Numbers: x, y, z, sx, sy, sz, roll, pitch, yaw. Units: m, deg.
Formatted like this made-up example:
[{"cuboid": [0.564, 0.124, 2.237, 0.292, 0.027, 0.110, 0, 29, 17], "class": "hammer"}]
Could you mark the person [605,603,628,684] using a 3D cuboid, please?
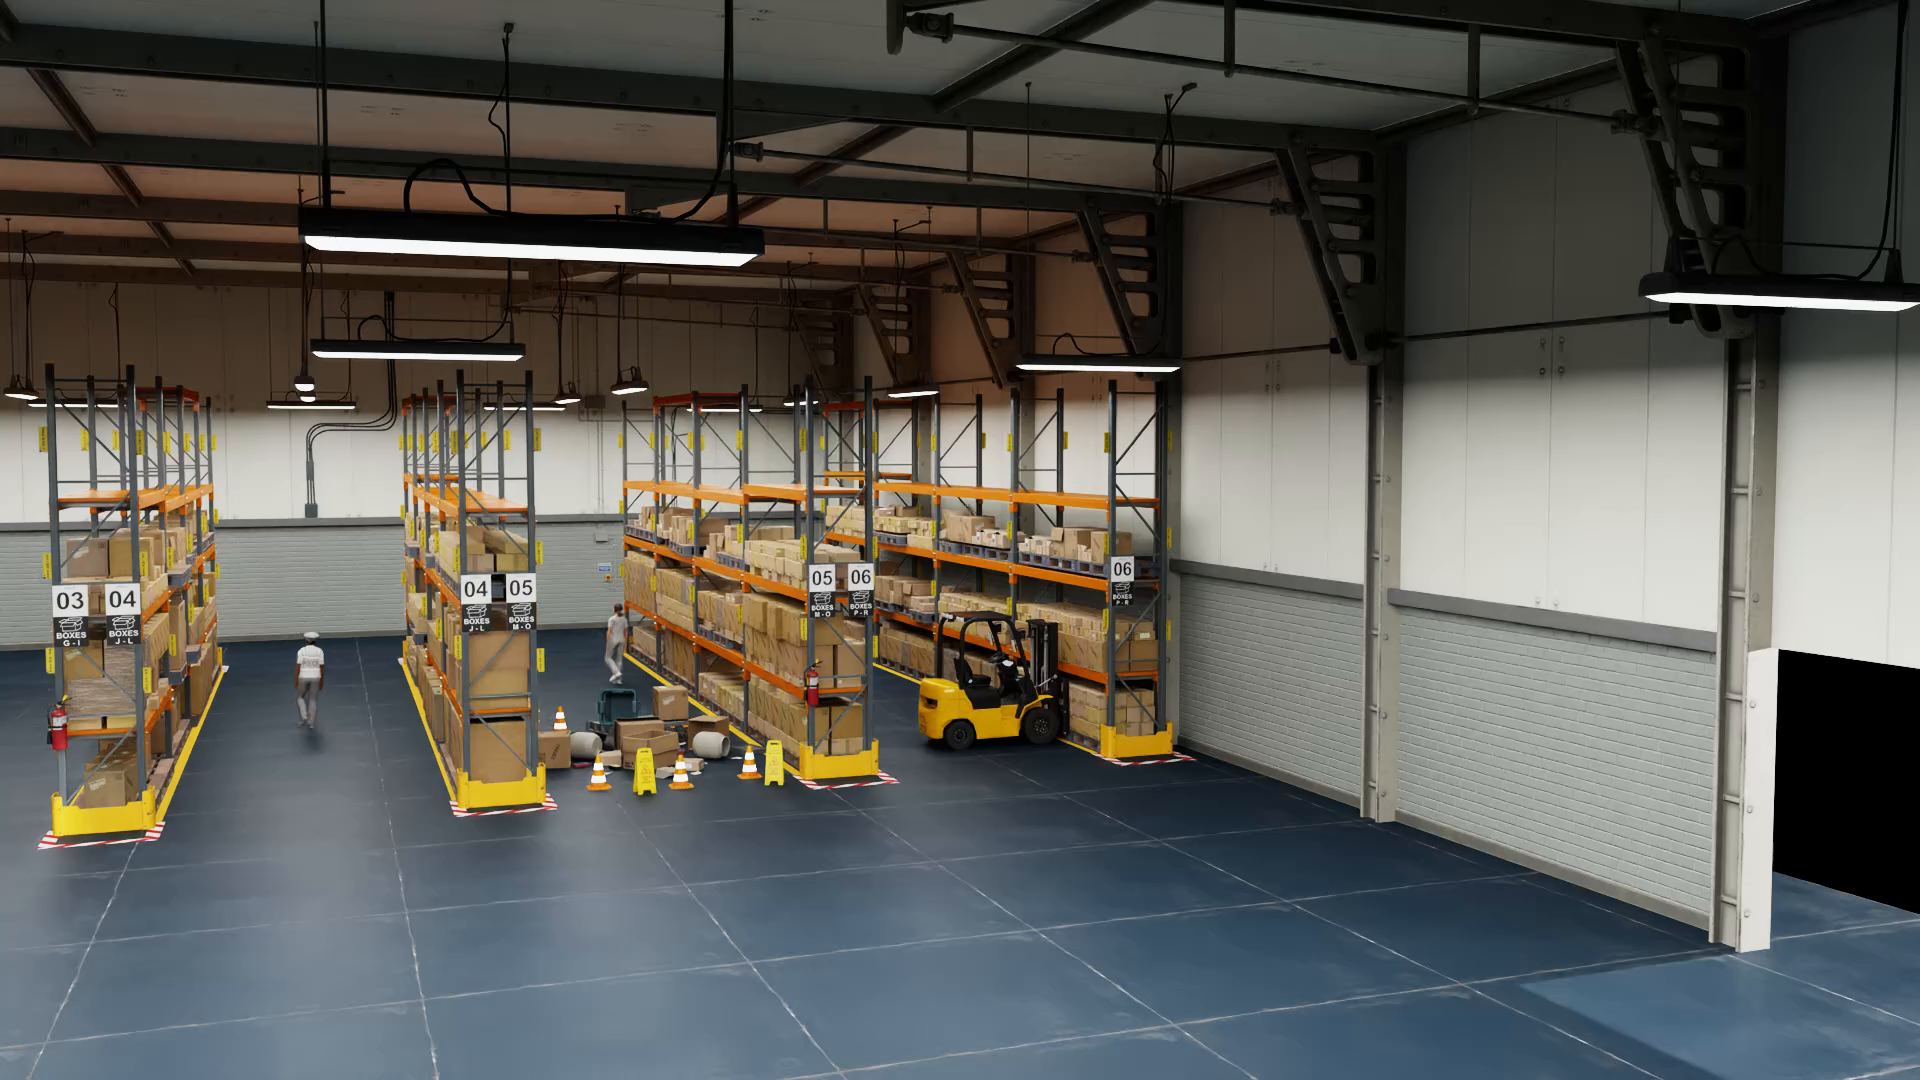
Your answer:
[{"cuboid": [-7.075, 2.148, 34.443, 0.483, 1.669, 0.490, -2, 4, -34], "class": "person"}]

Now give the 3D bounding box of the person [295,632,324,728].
[{"cuboid": [-11.381, 2.458, 29.106, 0.490, 1.671, 0.414, -1, 4, -23], "class": "person"}]
